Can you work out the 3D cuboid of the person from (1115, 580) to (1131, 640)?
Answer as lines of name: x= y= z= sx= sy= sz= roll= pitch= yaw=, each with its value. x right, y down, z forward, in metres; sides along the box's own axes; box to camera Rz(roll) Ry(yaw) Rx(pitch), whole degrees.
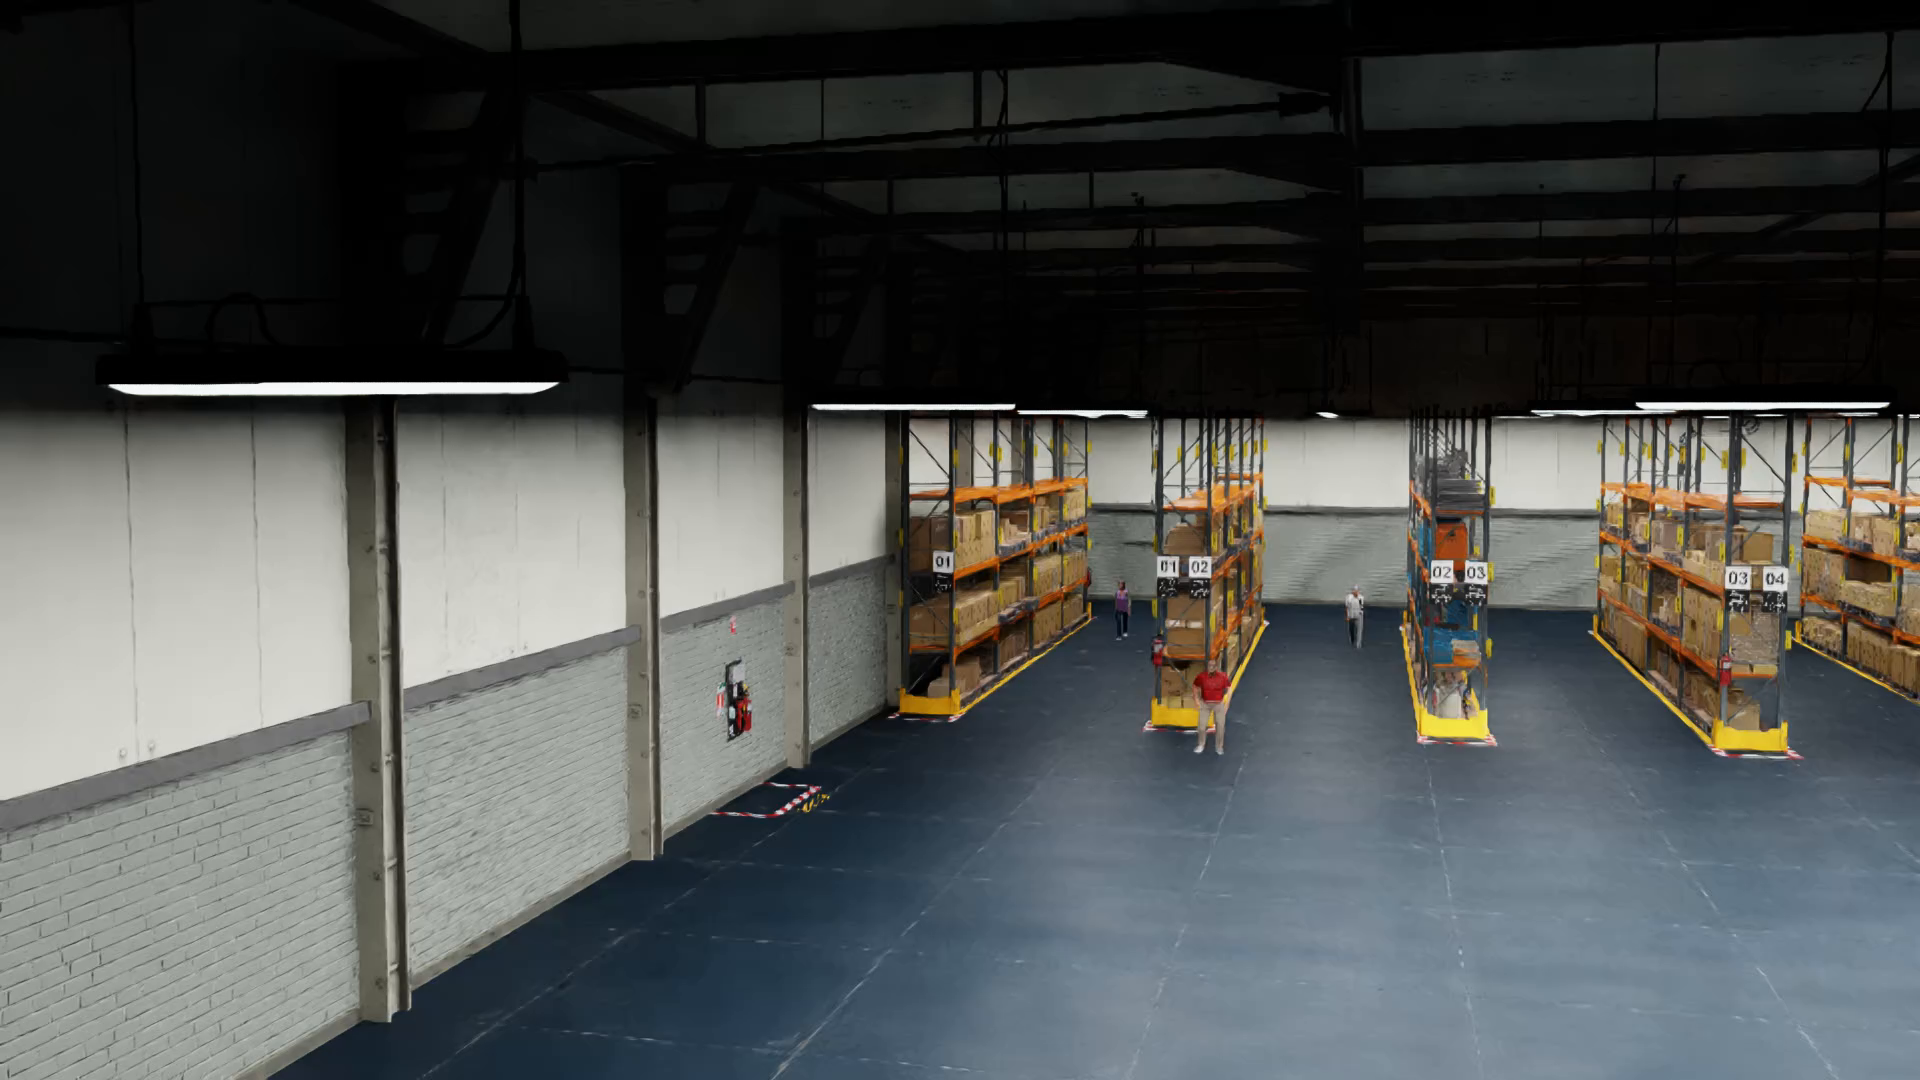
person: x=4.275 y=1.819 z=43.580 sx=0.430 sy=1.540 sz=0.948 roll=1 pitch=4 yaw=12

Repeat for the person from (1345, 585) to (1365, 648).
person: x=9.958 y=1.910 z=41.953 sx=0.497 sy=1.583 sz=1.090 roll=1 pitch=4 yaw=16

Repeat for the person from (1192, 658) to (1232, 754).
person: x=4.320 y=2.843 z=28.537 sx=0.682 sy=1.676 sz=0.529 roll=1 pitch=4 yaw=12
